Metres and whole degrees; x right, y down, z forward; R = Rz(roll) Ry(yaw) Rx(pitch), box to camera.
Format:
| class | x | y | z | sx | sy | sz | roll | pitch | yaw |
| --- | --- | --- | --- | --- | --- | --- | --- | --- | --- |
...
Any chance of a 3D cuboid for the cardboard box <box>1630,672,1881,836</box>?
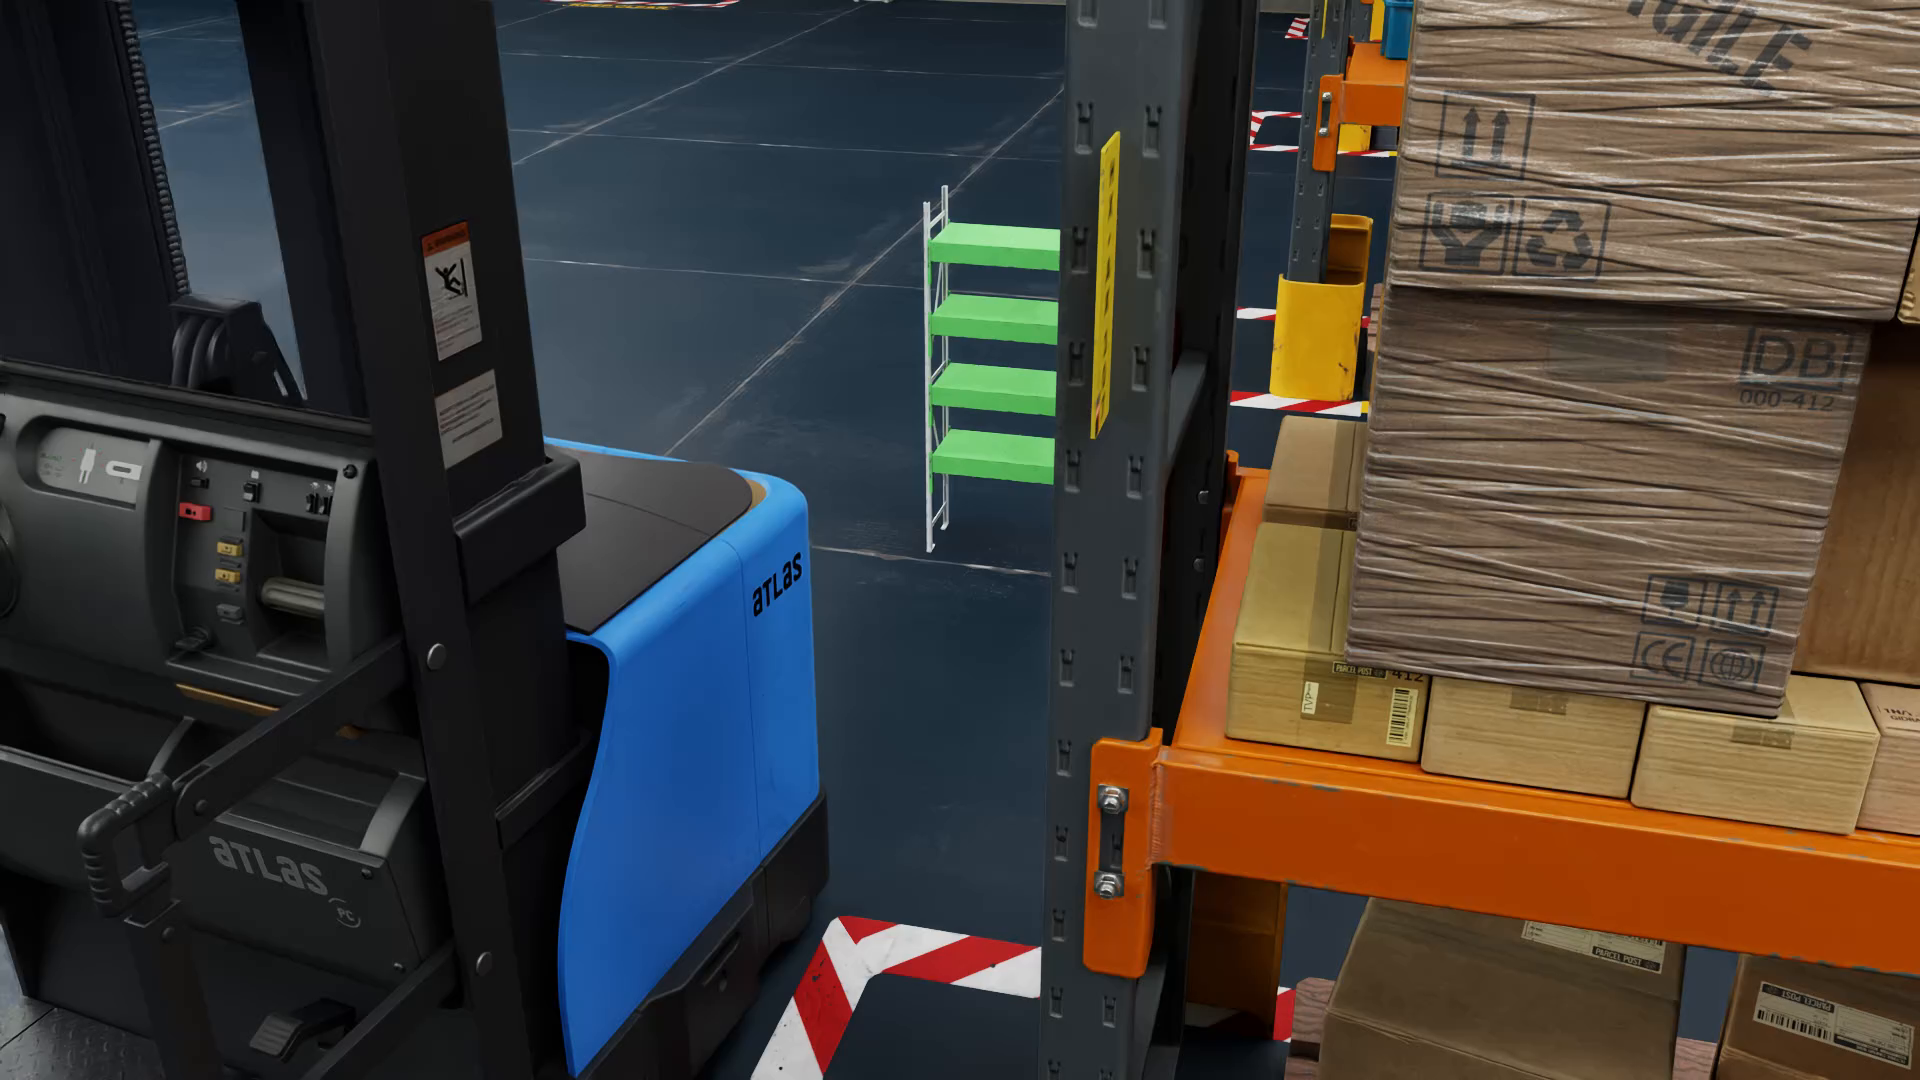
| class | x | y | z | sx | sy | sz | roll | pitch | yaw |
| --- | --- | --- | --- | --- | --- | --- | --- | --- | --- |
| cardboard box | 0.989 | 0.197 | 2.139 | 0.250 | 0.149 | 0.380 | 6 | 26 | 13 |

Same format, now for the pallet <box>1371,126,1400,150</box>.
| class | x | y | z | sx | sy | sz | roll | pitch | yaw |
| --- | --- | --- | --- | --- | --- | --- | --- | --- | --- |
| pallet | 3.518 | -2.914 | 11.625 | 1.213 | 0.211 | 1.003 | 6 | 26 | 13 |

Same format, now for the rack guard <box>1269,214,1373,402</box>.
| class | x | y | z | sx | sy | sz | roll | pitch | yaw |
| --- | --- | --- | --- | --- | --- | --- | --- | --- | --- |
| rack guard | 1.615 | -1.059 | 7.392 | 0.348 | 0.500 | 1.175 | 6 | 26 | 13 |

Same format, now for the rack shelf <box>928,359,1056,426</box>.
| class | x | y | z | sx | sy | sz | roll | pitch | yaw |
| --- | --- | --- | --- | --- | --- | --- | --- | --- | --- |
| rack shelf | 0.160 | -0.466 | 5.482 | 0.480 | 0.148 | 0.258 | 6 | 26 | 13 |

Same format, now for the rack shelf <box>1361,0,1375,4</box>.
| class | x | y | z | sx | sy | sz | roll | pitch | yaw |
| --- | --- | --- | --- | --- | --- | --- | --- | --- | --- |
| rack shelf | 4.704 | -3.699 | 10.866 | 4.000 | 0.370 | 1.077 | 6 | 26 | 13 |

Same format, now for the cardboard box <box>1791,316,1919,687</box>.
| class | x | y | z | sx | sy | sz | roll | pitch | yaw |
| --- | --- | --- | --- | --- | --- | --- | --- | --- | --- |
| cardboard box | 1.336 | -0.219 | 2.259 | 0.500 | 0.500 | 0.875 | 6 | 26 | 13 |

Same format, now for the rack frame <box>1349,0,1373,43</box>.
| class | x | y | z | sx | sy | sz | roll | pitch | yaw |
| --- | --- | --- | --- | --- | --- | --- | --- | --- | --- |
| rack frame | 2.767 | -4.238 | 11.161 | 0.127 | 3.000 | 1.000 | 6 | 26 | 13 |

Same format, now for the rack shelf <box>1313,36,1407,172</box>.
| class | x | y | z | sx | sy | sz | roll | pitch | yaw |
| --- | --- | --- | --- | --- | --- | --- | --- | --- | --- |
| rack shelf | 3.467 | -1.637 | 6.536 | 4.000 | 0.370 | 1.077 | 6 | 26 | 13 |

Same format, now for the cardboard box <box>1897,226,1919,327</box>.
| class | x | y | z | sx | sy | sz | roll | pitch | yaw |
| --- | --- | --- | --- | --- | --- | --- | --- | --- | --- |
| cardboard box | 1.243 | -0.516 | 1.719 | 0.500 | 0.500 | 0.500 | 6 | 26 | 13 |

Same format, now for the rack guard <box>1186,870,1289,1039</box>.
| class | x | y | z | sx | sy | sz | roll | pitch | yaw |
| --- | --- | --- | --- | --- | --- | --- | --- | --- | --- |
| rack guard | 0.370 | 1.023 | 3.020 | 0.348 | 0.500 | 1.175 | 6 | 26 | 13 |

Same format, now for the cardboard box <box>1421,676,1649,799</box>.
| class | x | y | z | sx | sy | sz | roll | pitch | yaw |
| --- | --- | --- | --- | --- | --- | --- | --- | --- | --- |
| cardboard box | 0.750 | 0.164 | 2.208 | 0.250 | 0.149 | 0.380 | 6 | 26 | 13 |

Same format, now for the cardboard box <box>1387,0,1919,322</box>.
| class | x | y | z | sx | sy | sz | roll | pitch | yaw |
| --- | --- | --- | --- | --- | --- | --- | --- | --- | --- |
| cardboard box | 0.761 | -0.572 | 1.837 | 0.500 | 0.500 | 0.500 | 6 | 26 | 13 |

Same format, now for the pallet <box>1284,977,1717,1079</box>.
| class | x | y | z | sx | sy | sz | roll | pitch | yaw |
| --- | --- | --- | --- | --- | --- | --- | --- | --- | --- |
| pallet | 1.148 | 1.255 | 2.868 | 1.213 | 0.211 | 1.003 | 6 | 26 | 13 |

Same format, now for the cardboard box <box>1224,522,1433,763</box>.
| class | x | y | z | sx | sy | sz | roll | pitch | yaw |
| --- | --- | --- | --- | --- | --- | --- | --- | --- | --- |
| cardboard box | 0.513 | 0.129 | 2.281 | 0.250 | 0.149 | 0.380 | 6 | 26 | 13 |

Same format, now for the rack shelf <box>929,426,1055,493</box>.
| class | x | y | z | sx | sy | sz | roll | pitch | yaw |
| --- | --- | --- | --- | --- | --- | --- | --- | --- | --- |
| rack shelf | 0.160 | -0.250 | 5.585 | 0.480 | 0.148 | 0.258 | 6 | 26 | 13 |

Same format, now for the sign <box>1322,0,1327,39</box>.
| class | x | y | z | sx | sy | sz | roll | pitch | yaw |
| --- | --- | --- | --- | --- | --- | --- | --- | --- | --- |
| sign | 1.389 | -2.072 | 6.291 | 0.005 | 0.325 | 0.100 | 6 | 26 | 13 |

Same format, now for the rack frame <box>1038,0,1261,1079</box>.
| class | x | y | z | sx | sy | sz | roll | pitch | yaw |
| --- | --- | --- | --- | --- | --- | --- | --- | --- | --- |
| rack frame | 0.296 | -0.114 | 2.500 | 0.127 | 3.000 | 1.000 | 6 | 26 | 13 |

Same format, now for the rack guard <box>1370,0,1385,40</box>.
| class | x | y | z | sx | sy | sz | roll | pitch | yaw |
| --- | --- | --- | --- | --- | --- | --- | --- | --- | --- |
| rack guard | 4.071 | -5.164 | 16.014 | 0.348 | 0.500 | 1.175 | 6 | 26 | 13 |

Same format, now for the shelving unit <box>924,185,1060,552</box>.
| class | x | y | z | sx | sy | sz | roll | pitch | yaw |
| --- | --- | --- | --- | --- | --- | --- | --- | --- | --- |
| shelving unit | 0.160 | -0.524 | 5.455 | 0.503 | 1.200 | 0.258 | 6 | 26 | 13 |

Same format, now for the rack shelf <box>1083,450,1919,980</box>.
| class | x | y | z | sx | sy | sz | roll | pitch | yaw |
| --- | --- | --- | --- | --- | --- | --- | --- | --- | --- |
| rack shelf | 2.233 | 0.425 | 2.205 | 4.000 | 0.370 | 1.077 | 6 | 26 | 13 |

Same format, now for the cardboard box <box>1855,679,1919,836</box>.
| class | x | y | z | sx | sy | sz | roll | pitch | yaw |
| --- | --- | --- | --- | --- | --- | --- | --- | --- | --- |
| cardboard box | 1.236 | 0.215 | 2.101 | 0.250 | 0.149 | 0.380 | 6 | 26 | 13 |

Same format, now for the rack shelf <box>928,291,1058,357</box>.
| class | x | y | z | sx | sy | sz | roll | pitch | yaw |
| --- | --- | --- | --- | --- | --- | --- | --- | --- | --- |
| rack shelf | 0.160 | -0.683 | 5.379 | 0.480 | 0.148 | 0.258 | 6 | 26 | 13 |

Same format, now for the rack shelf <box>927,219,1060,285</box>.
| class | x | y | z | sx | sy | sz | roll | pitch | yaw |
| --- | --- | --- | --- | --- | --- | --- | --- | --- | --- |
| rack shelf | 0.160 | -0.900 | 5.276 | 0.480 | 0.148 | 0.258 | 6 | 26 | 13 |

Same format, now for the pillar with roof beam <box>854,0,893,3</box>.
| class | x | y | z | sx | sy | sz | roll | pitch | yaw |
| --- | --- | --- | --- | --- | --- | --- | --- | --- | --- |
| pillar with roof beam | -1.993 | -8.144 | 12.388 | 0.400 | 9.000 | 9.100 | 6 | 26 | 13 |

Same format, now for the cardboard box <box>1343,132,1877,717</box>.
| class | x | y | z | sx | sy | sz | roll | pitch | yaw |
| --- | --- | --- | --- | --- | --- | --- | --- | --- | --- |
| cardboard box | 0.822 | -0.223 | 2.267 | 0.500 | 0.500 | 0.875 | 6 | 26 | 13 |

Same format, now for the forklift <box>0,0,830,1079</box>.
| class | x | y | z | sx | sy | sz | roll | pitch | yaw |
| --- | --- | --- | --- | --- | --- | --- | --- | --- | --- |
| forklift | -1.336 | 0.023 | 2.292 | 1.130 | 2.935 | 3.031 | 10 | 27 | 20 |

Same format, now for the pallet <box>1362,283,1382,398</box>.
| class | x | y | z | sx | sy | sz | roll | pitch | yaw |
| --- | --- | --- | --- | --- | --- | --- | --- | --- | --- |
| pallet | 2.401 | -0.839 | 7.267 | 1.213 | 0.211 | 1.003 | 6 | 26 | 13 |

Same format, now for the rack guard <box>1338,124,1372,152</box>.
| class | x | y | z | sx | sy | sz | roll | pitch | yaw |
| --- | --- | --- | --- | --- | --- | --- | --- | --- | --- |
| rack guard | 2.744 | -3.112 | 11.704 | 0.348 | 0.500 | 1.175 | 6 | 26 | 13 |

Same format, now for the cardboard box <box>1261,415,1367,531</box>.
| class | x | y | z | sx | sy | sz | roll | pitch | yaw |
| --- | --- | --- | --- | --- | --- | --- | --- | --- | --- |
| cardboard box | 0.624 | -0.056 | 2.670 | 0.250 | 0.149 | 0.380 | 6 | 26 | 13 |

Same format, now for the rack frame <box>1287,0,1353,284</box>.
| class | x | y | z | sx | sy | sz | roll | pitch | yaw |
| --- | --- | --- | --- | --- | --- | --- | --- | --- | --- |
| rack frame | 1.530 | -2.176 | 6.831 | 0.127 | 3.000 | 1.000 | 6 | 26 | 13 |

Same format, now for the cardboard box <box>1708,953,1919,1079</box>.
| class | x | y | z | sx | sy | sz | roll | pitch | yaw |
| --- | --- | --- | --- | --- | --- | --- | --- | --- | --- |
| cardboard box | 1.484 | 0.949 | 2.687 | 0.500 | 0.500 | 0.500 | 14 | 29 | 26 |

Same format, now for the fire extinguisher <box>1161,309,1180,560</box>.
| class | x | y | z | sx | sy | sz | roll | pitch | yaw |
| --- | --- | --- | --- | --- | --- | --- | --- | --- | --- |
| fire extinguisher | 0.300 | -0.283 | 2.945 | 0.183 | 0.674 | 0.296 | 6 | 26 | 13 |

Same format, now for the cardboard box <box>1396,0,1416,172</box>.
| class | x | y | z | sx | sy | sz | roll | pitch | yaw |
| --- | --- | --- | --- | --- | --- | --- | --- | --- | --- |
| cardboard box | 0.890 | -0.789 | 2.292 | 0.500 | 0.500 | 0.500 | 6 | 26 | 13 |

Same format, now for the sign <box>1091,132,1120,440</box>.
| class | x | y | z | sx | sy | sz | roll | pitch | yaw |
| --- | --- | --- | --- | --- | --- | --- | --- | --- | --- |
| sign | 0.161 | -0.279 | 1.839 | 0.005 | 0.325 | 0.100 | 6 | 26 | 13 |

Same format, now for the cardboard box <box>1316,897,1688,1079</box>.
| class | x | y | z | sx | sy | sz | roll | pitch | yaw |
| --- | --- | --- | --- | --- | --- | --- | --- | --- | --- |
| cardboard box | 0.897 | 0.899 | 2.792 | 0.500 | 0.500 | 0.500 | 11 | 28 | 23 |

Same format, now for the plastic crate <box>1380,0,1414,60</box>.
| class | x | y | z | sx | sy | sz | roll | pitch | yaw |
| --- | --- | --- | --- | --- | --- | --- | --- | --- | --- |
| plastic crate | 2.089 | -2.180 | 7.012 | 0.616 | 0.251 | 0.499 | 6 | 26 | 13 |

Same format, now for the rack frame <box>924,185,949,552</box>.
| class | x | y | z | sx | sy | sz | roll | pitch | yaw |
| --- | --- | --- | --- | --- | --- | --- | --- | --- | --- |
| rack frame | -0.076 | -0.550 | 5.510 | 0.015 | 1.200 | 0.240 | 6 | 26 | 13 |
